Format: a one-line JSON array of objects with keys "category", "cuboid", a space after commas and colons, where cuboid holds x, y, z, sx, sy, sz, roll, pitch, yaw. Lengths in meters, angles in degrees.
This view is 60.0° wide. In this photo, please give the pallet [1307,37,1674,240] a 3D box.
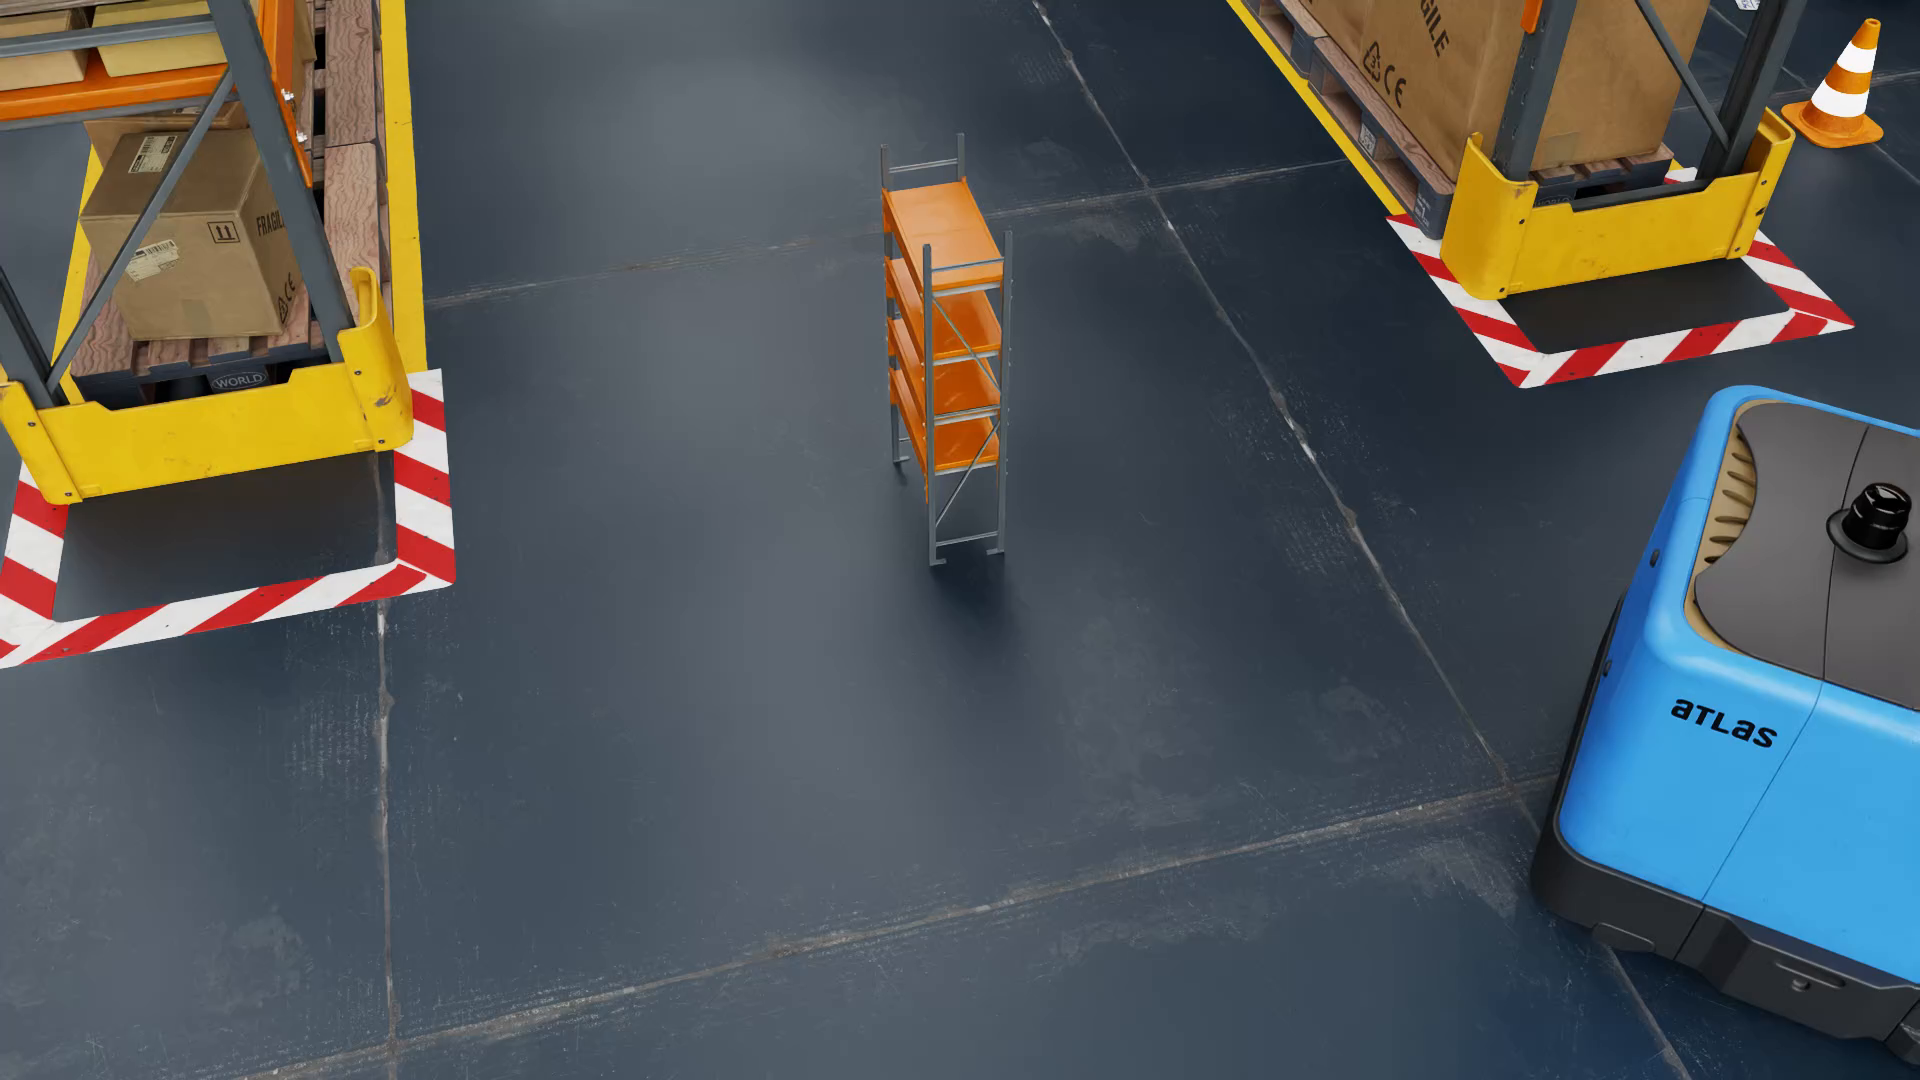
[{"category": "pallet", "cuboid": [2.125, -1.724, 6.792, 1.003, 0.211, 1.213, -11, 47, -10]}]

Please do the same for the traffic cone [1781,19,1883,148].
[{"category": "traffic cone", "cuboid": [3.642, -1.901, 6.789, 0.336, 0.463, 0.334, -11, 47, -10]}]

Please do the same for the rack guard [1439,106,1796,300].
[{"category": "rack guard", "cuboid": [2.411, -1.271, 6.146, 1.175, 0.500, 0.348, -11, 47, -10]}]

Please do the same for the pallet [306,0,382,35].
[{"category": "pallet", "cuboid": [-3.233, -2.654, 7.703, 1.003, 0.211, 1.213, -11, 47, -10]}]

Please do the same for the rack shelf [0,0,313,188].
[{"category": "rack shelf", "cuboid": [-2.927, -2.455, 6.059, 1.077, 0.370, 4.000, -11, 47, -10]}]

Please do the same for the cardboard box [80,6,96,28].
[{"category": "cardboard box", "cuboid": [-2.751, -1.570, 4.864, 0.380, 0.149, 0.250, -11, 47, -10]}]

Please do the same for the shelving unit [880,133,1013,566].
[{"category": "shelving unit", "cuboid": [-0.042, -0.534, 4.933, 0.258, 1.200, 0.503, -11, 47, -10]}]

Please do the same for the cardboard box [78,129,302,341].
[{"category": "cardboard box", "cuboid": [-2.559, -1.032, 5.617, 0.500, 0.500, 0.500, -3, 46, -3]}]

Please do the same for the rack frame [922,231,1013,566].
[{"category": "rack frame", "cuboid": [0.020, -0.366, 4.768, 0.240, 1.200, 0.015, -11, 47, -10]}]

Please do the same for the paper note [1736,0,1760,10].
[{"category": "paper note", "cuboid": [3.656, -2.487, 7.667, 0.144, 0.017, 0.142, 4, 46, 4]}]

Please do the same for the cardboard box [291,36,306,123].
[{"category": "cardboard box", "cuboid": [-2.887, -1.874, 6.443, 0.500, 0.500, 0.500, -7, 46, -7]}]

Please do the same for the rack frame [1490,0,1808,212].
[{"category": "rack frame", "cuboid": [2.405, -2.163, 5.269, 1.000, 3.000, 0.127, -11, 47, -10]}]

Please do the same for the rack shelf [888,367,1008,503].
[{"category": "rack shelf", "cuboid": [-0.042, -0.348, 5.123, 0.258, 0.148, 0.480, -11, 47, -10]}]

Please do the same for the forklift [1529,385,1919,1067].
[{"category": "forklift", "cuboid": [3.020, 0.098, 3.102, 3.031, 2.935, 1.130, 20, 49, 18]}]

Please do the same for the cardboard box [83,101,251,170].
[{"category": "cardboard box", "cuboid": [-2.745, -1.438, 6.016, 0.500, 0.500, 0.500, 0, 46, 0]}]

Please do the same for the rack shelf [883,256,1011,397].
[{"category": "rack shelf", "cuboid": [-0.042, -0.644, 4.822, 0.258, 0.148, 0.480, -11, 47, -10]}]

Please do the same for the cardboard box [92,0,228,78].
[{"category": "cardboard box", "cuboid": [-2.258, -1.478, 4.774, 0.380, 0.149, 0.250, -11, 47, -10]}]

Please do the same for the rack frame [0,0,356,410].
[{"category": "rack frame", "cuboid": [-2.415, -1.326, 4.449, 1.000, 3.000, 0.127, -11, 47, -10]}]

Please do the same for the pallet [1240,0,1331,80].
[{"category": "pallet", "cuboid": [1.816, -2.565, 7.616, 1.003, 0.211, 1.213, -11, 47, -10]}]

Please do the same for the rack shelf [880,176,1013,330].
[{"category": "rack shelf", "cuboid": [-0.042, -0.809, 4.653, 0.258, 0.148, 0.480, -11, 47, -10]}]

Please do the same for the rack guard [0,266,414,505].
[{"category": "rack guard", "cuboid": [-2.435, -0.503, 5.393, 1.175, 0.500, 0.348, -11, 47, -10]}]

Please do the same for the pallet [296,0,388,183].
[{"category": "pallet", "cuboid": [-2.917, -1.810, 6.876, 1.003, 0.211, 1.213, -11, 47, -10]}]

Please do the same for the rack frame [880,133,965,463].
[{"category": "rack frame", "cuboid": [-0.105, -0.703, 5.099, 0.240, 1.200, 0.015, -11, 47, -10]}]

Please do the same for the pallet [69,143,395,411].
[{"category": "pallet", "cuboid": [-2.609, -0.970, 6.052, 1.003, 0.211, 1.213, -11, 47, -10]}]

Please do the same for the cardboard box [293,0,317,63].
[{"category": "cardboard box", "cuboid": [-2.987, -2.268, 6.828, 0.500, 0.500, 0.500, -15, 47, -14]}]

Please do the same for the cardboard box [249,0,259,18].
[{"category": "cardboard box", "cuboid": [-2.303, -1.654, 4.947, 0.380, 0.149, 0.250, -11, 47, -10]}]

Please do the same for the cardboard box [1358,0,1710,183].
[{"category": "cardboard box", "cuboid": [2.168, -2.022, 6.325, 0.875, 0.875, 0.875, -10, 47, -10]}]

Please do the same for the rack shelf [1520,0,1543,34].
[{"category": "rack shelf", "cuboid": [1.893, -3.292, 6.880, 1.077, 0.370, 4.000, -11, 47, -10]}]

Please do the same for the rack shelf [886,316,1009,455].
[{"category": "rack shelf", "cuboid": [-0.042, -0.487, 4.982, 0.258, 0.148, 0.480, -11, 47, -10]}]

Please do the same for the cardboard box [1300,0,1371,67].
[{"category": "cardboard box", "cuboid": [1.941, -2.629, 6.920, 0.875, 0.875, 0.875, -11, 47, -11]}]

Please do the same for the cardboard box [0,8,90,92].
[{"category": "cardboard box", "cuboid": [-2.688, -1.397, 4.695, 0.380, 0.149, 0.250, -11, 47, -10]}]
